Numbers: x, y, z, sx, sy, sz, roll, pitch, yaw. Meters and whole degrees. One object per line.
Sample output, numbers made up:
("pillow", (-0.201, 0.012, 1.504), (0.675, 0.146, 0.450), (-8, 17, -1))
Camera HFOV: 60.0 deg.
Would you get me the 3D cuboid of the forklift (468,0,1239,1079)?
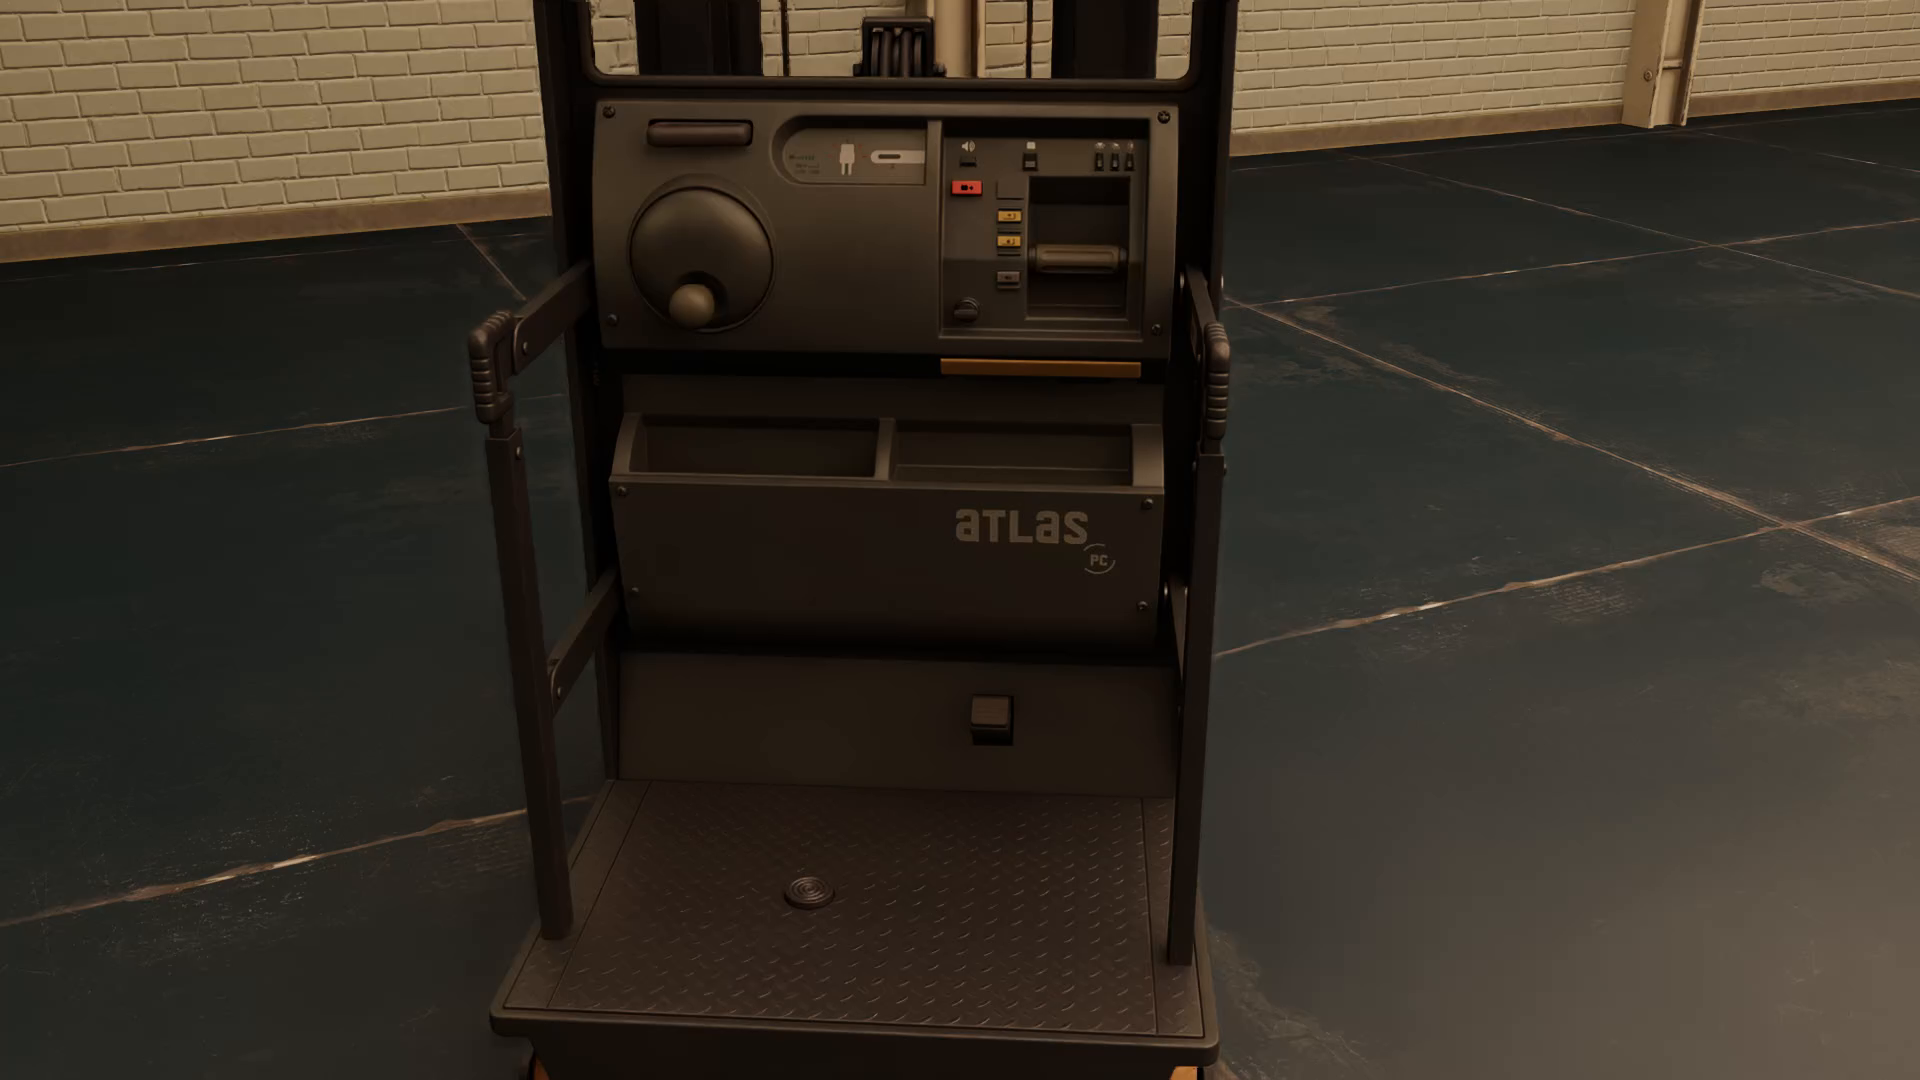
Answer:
("forklift", (-0.134, -0.485, 2.452), (1.130, 2.935, 3.031), (1, 23, 3))
